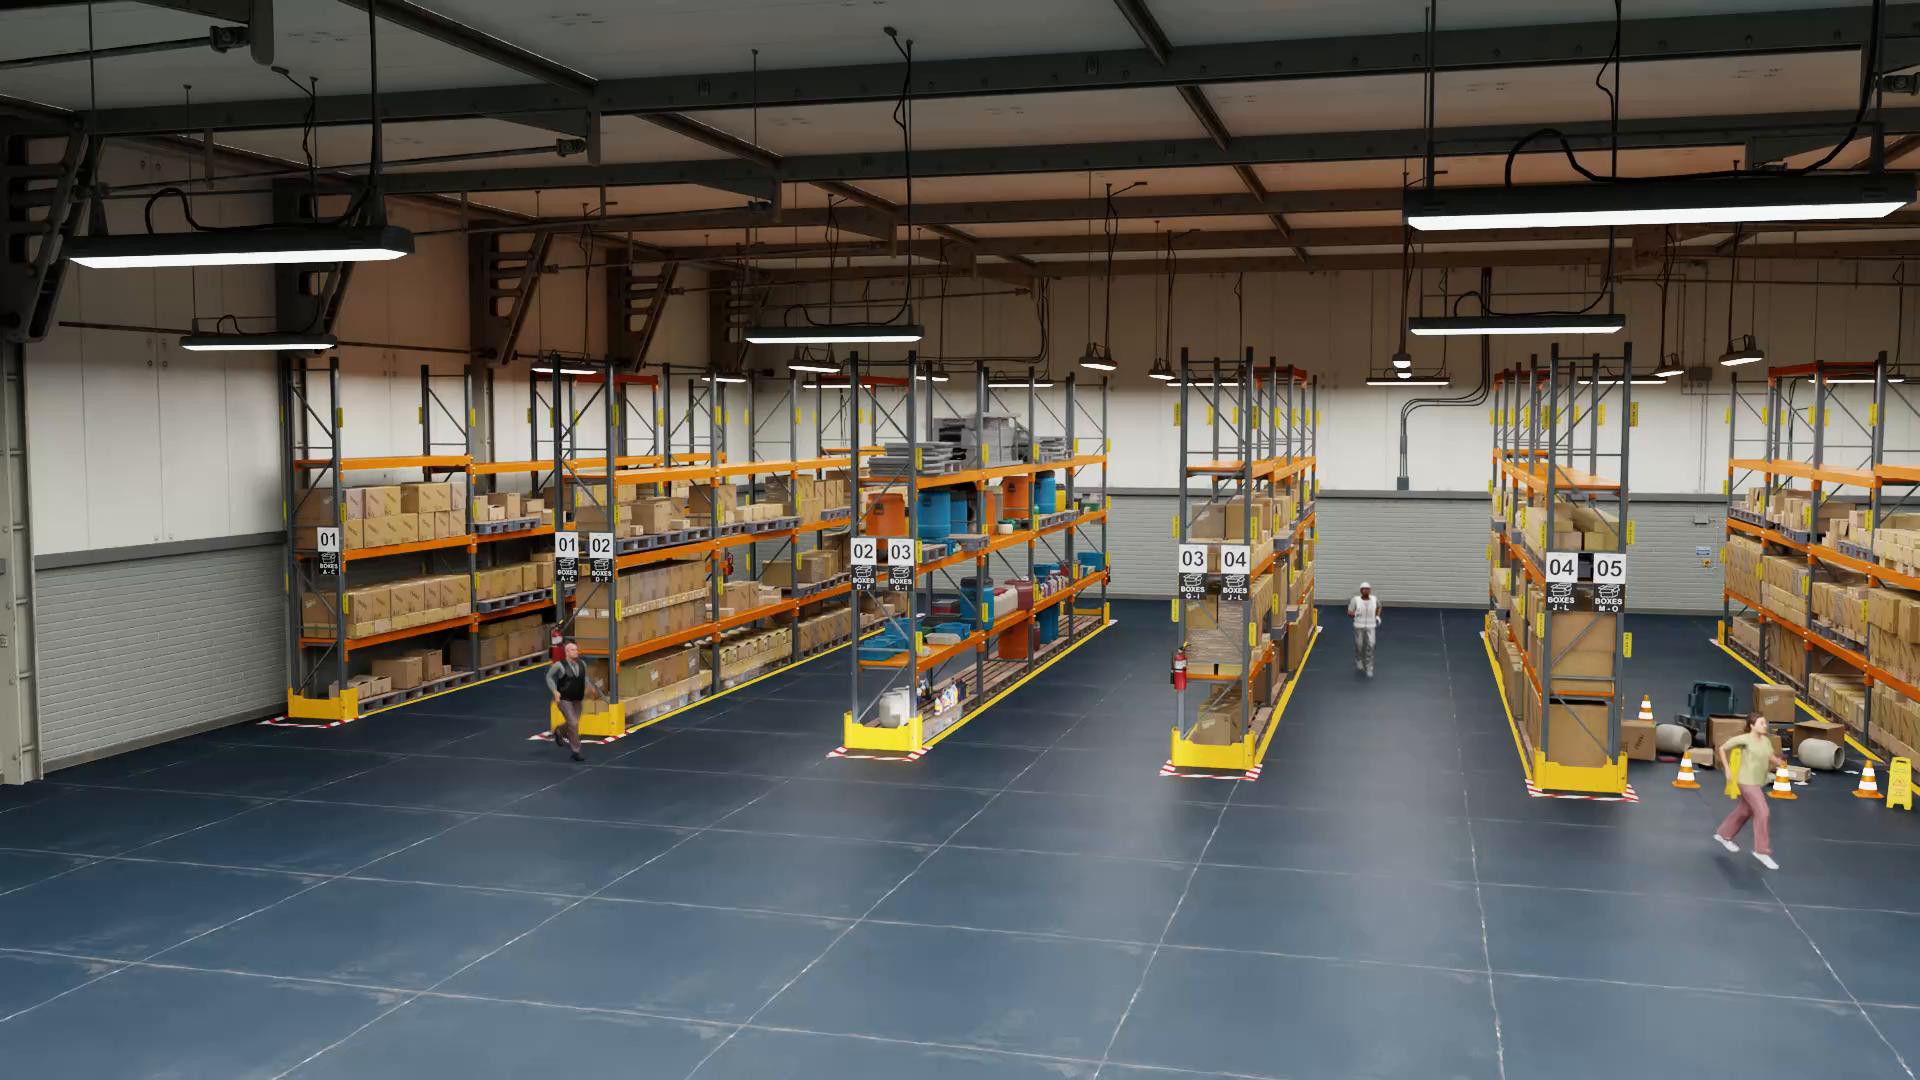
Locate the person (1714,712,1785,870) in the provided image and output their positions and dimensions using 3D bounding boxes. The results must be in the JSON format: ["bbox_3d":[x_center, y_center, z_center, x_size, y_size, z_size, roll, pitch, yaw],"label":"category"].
[{"bbox_3d":[8.901,2.779,18.764,0.546,1.715,0.844,-3,5,-31],"label":"person"}]

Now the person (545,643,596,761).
[{"bbox_3d":[-5.791,2.359,24.529,0.893,1.704,0.644,4,6,42],"label":"person"}]

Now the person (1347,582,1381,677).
[{"bbox_3d":[7.854,1.710,32.264,0.675,1.786,0.967,1,4,7],"label":"person"}]
